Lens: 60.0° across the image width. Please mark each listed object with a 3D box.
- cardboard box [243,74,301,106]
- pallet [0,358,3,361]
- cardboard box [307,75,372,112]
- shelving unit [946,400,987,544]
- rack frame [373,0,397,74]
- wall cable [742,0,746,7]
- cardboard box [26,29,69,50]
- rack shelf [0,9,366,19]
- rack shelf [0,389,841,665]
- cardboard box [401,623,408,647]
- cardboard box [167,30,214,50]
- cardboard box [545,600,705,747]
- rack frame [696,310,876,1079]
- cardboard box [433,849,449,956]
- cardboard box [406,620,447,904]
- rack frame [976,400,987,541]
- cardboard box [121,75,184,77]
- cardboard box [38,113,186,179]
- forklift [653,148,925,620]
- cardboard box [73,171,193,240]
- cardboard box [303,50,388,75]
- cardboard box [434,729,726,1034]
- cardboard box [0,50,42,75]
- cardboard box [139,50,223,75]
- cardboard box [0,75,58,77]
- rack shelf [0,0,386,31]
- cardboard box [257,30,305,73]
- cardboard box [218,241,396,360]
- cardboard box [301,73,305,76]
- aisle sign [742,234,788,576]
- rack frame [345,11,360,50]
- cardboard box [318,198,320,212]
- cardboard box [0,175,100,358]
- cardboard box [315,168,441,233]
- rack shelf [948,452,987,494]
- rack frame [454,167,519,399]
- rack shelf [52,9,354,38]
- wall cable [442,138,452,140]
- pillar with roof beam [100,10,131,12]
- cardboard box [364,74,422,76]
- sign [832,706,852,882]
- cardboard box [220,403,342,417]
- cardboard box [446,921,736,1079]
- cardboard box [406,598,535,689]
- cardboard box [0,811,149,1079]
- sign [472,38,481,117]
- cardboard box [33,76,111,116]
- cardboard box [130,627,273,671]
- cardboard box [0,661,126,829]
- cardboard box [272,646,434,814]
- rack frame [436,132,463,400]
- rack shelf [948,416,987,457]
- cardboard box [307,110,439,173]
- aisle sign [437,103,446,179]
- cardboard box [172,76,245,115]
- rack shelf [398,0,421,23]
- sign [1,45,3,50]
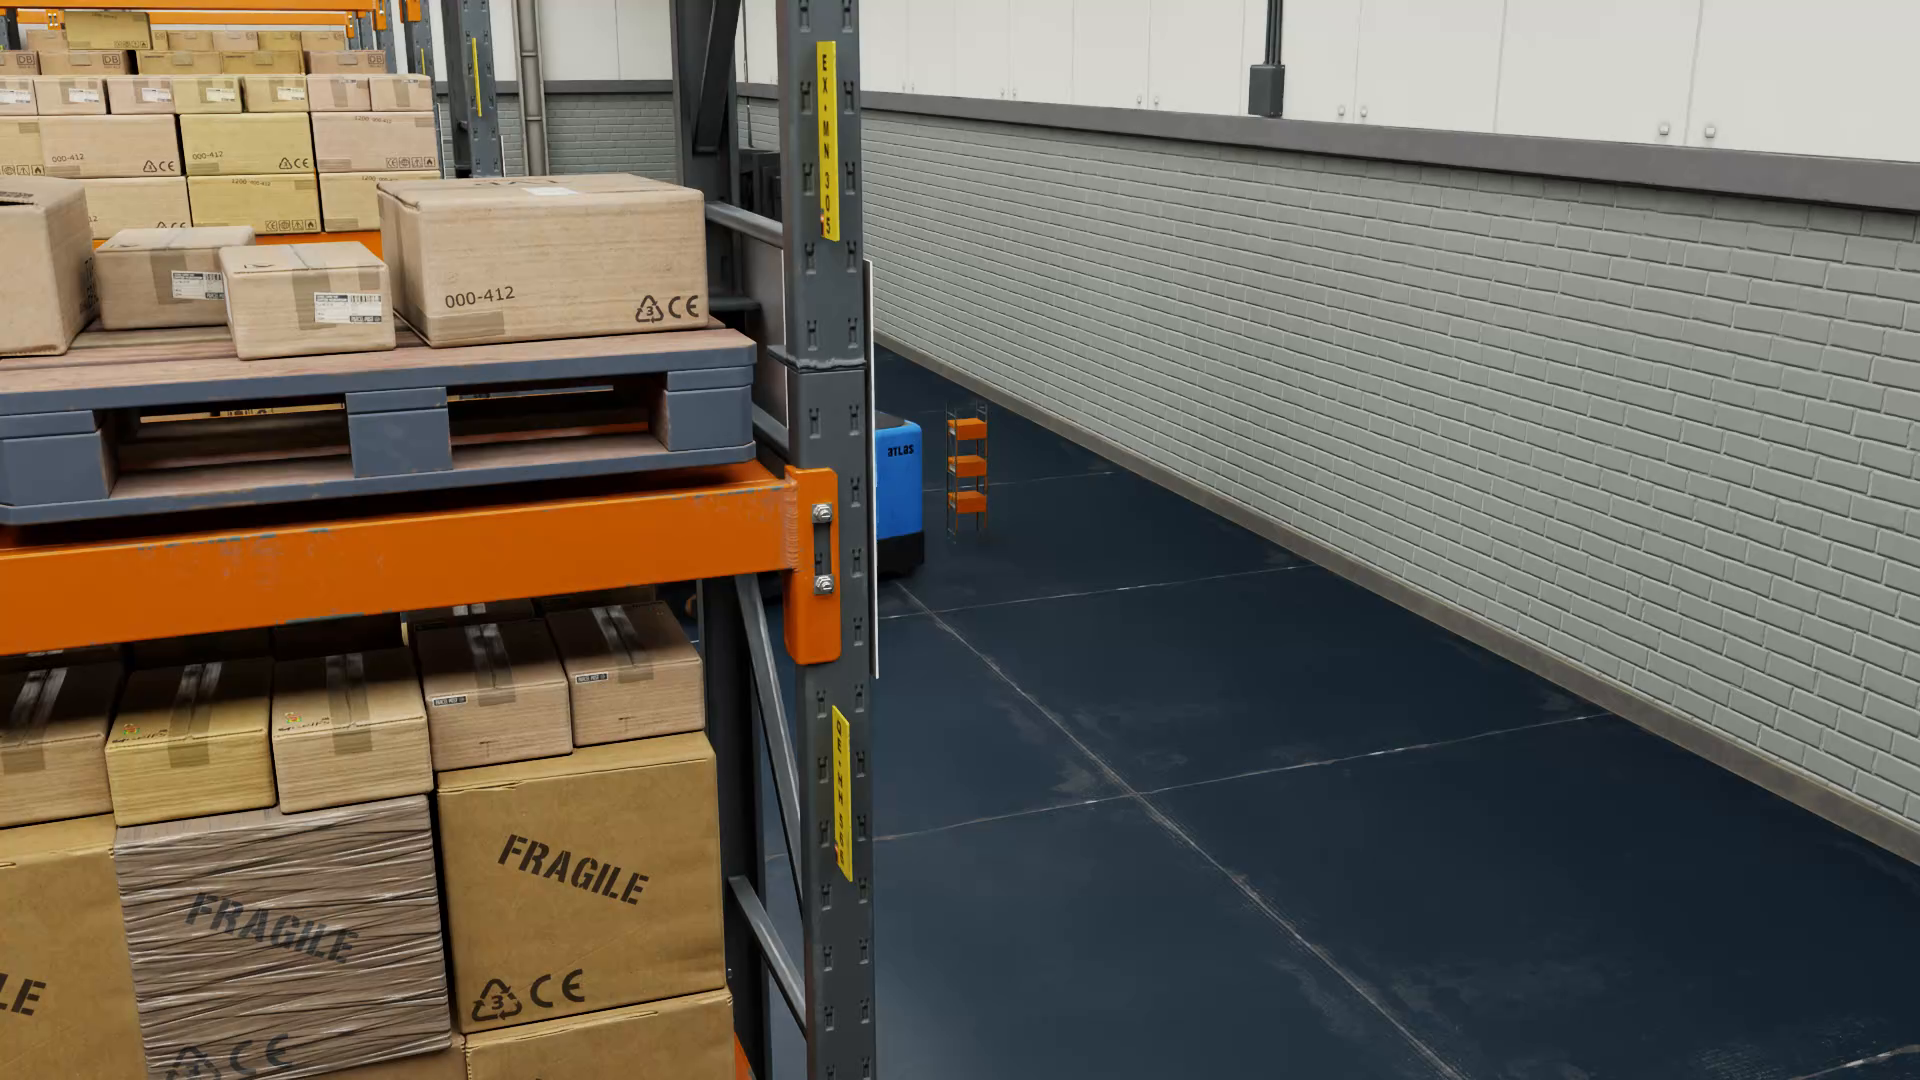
[{"bbox_3d":[-3.179,-2.082,7.712,0.250,0.149,0.380,-6,17,-20],"label":"cardboard box"},{"bbox_3d":[-2.236,-0.188,2.749,1.213,0.211,1.003,-6,17,-20],"label":"pallet"},{"bbox_3d":[-2.734,-1.968,7.325,0.250,0.149,0.380,-6,17,-19],"label":"cardboard box"},{"bbox_3d":[0.050,-0.509,12.469,0.252,1.050,0.215,-6,17,-20],"label":"shelving unit"},{"bbox_3d":[-5.724,-5.782,16.317,0.127,3.000,1.000,-6,17,-20],"label":"rack frame"},{"bbox_3d":[-2.892,-9.086,24.117,0.112,2.526,3.097,-6,17,-20],"label":"wall cable"},{"bbox_3d":[-10.788,-5.830,19.852,0.500,0.500,0.700,-6,17,-20],"label":"cardboard box"},{"bbox_3d":[-9.361,-6.537,20.172,4.000,0.370,1.077,-6,17,-20],"label":"rack shelf"},{"bbox_3d":[-2.273,0.114,2.838,4.000,0.370,1.077,-6,17,-20],"label":"rack shelf"},{"bbox_3d":[-2.882,0.559,8.629,0.250,0.149,0.380,-7,18,-23],"label":"cardboard box"},{"bbox_3d":[-9.393,-5.986,20.382,0.500,0.500,0.700,-6,17,-20],"label":"cardboard box"},{"bbox_3d":[-0.669,0.257,3.297,0.250,0.149,0.380,-6,17,-19],"label":"cardboard box"},{"bbox_3d":[-0.406,1.007,3.846,0.127,3.000,1.000,-6,17,-20],"label":"rack frame"},{"bbox_3d":[-0.957,0.932,3.924,0.500,0.500,0.500,-6,18,-21],"label":"cardboard box"},{"bbox_3d":[-0.956,0.453,3.781,0.500,0.500,0.500,-7,18,-21],"label":"cardboard box"},{"bbox_3d":[0.164,-0.521,12.511,0.008,1.050,0.200,-6,17,-20],"label":"rack frame"},{"bbox_3d":[-3.609,-2.004,7.446,0.250,0.149,0.380,-6,17,-18],"label":"cardboard box"},{"bbox_3d":[-3.567,-1.676,7.038,0.500,0.250,0.500,-6,17,-19],"label":"cardboard box"},{"bbox_3d":[-1.753,-1.053,10.982,3.031,2.935,1.130,-11,20,-33],"label":"forklift"},{"bbox_3d":[-3.543,-1.437,7.111,0.500,0.250,0.500,-5,17,-18],"label":"cardboard box"},{"bbox_3d":[-4.418,-3.271,11.988,0.500,0.500,0.700,-7,18,-23],"label":"cardboard box"},{"bbox_3d":[-0.771,0.590,3.312,0.500,0.500,0.500,-6,17,-18],"label":"cardboard box"},{"bbox_3d":[-6.474,-3.082,11.345,0.500,0.500,0.700,-5,17,-17],"label":"cardboard box"},{"bbox_3d":[-5.452,-3.181,11.682,0.500,0.500,0.700,-7,18,-24],"label":"cardboard box"},{"bbox_3d":[-4.116,-1.962,7.304,0.250,0.149,0.380,-6,17,-18],"label":"cardboard box"},{"bbox_3d":[-7.592,-5.043,15.788,4.000,0.370,1.077,-6,17,-20],"label":"rack shelf"},{"bbox_3d":[-8.464,-6.090,20.737,0.500,0.500,0.700,-6,17,-20],"label":"cardboard box"},{"bbox_3d":[-1.157,-0.429,2.935,0.250,0.149,0.380,-8,18,-24],"label":"cardboard box"},{"bbox_3d":[-8.348,-5.645,20.553,0.500,0.250,0.500,-6,17,-20],"label":"cardboard box"},{"bbox_3d":[-0.442,-0.324,3.764,0.004,0.787,0.394,-6,17,-20],"label":"aisle sign"},{"bbox_3d":[-9.269,-8.389,25.193,0.127,3.000,1.000,-6,17,-20],"label":"rack frame"},{"bbox_3d":[-8.297,-4.085,21.009,0.500,0.500,0.500,-6,17,-20],"label":"cardboard box"},{"bbox_3d":[-1.821,-0.501,2.893,0.500,0.311,0.500,-6,17,-19],"label":"cardboard box"},{"bbox_3d":[-2.601,-1.537,7.451,0.500,0.250,0.500,-7,18,-21],"label":"cardboard box"},{"bbox_3d":[0.050,-0.499,12.472,0.240,0.259,0.215,-6,17,-20],"label":"rack shelf"},{"bbox_3d":[-2.271,-0.285,8.246,0.127,3.000,1.000,-6,17,-20],"label":"rack frame"},{"bbox_3d":[-11.137,-7.650,24.664,4.000,0.370,1.077,-6,17,-20],"label":"rack shelf"},{"bbox_3d":[-8.412,-6.376,27.183,1.851,1.984,0.084,-6,17,-20],"label":"wall cable"},{"bbox_3d":[-11.120,-7.151,20.978,0.400,9.000,9.100,-6,17,-20],"label":"pillar with roof beam"},{"bbox_3d":[-2.655,-2.111,7.811,0.250,0.149,0.380,-6,18,-21],"label":"cardboard box"},{"bbox_3d":[-0.225,0.482,3.158,0.005,0.325,0.100,-6,17,-20],"label":"sign"},{"bbox_3d":[-3.083,-0.793,7.495,0.500,0.500,0.500,-7,18,-22],"label":"cardboard box"},{"bbox_3d":[-0.761,1.077,3.429,0.500,0.500,0.500,-6,17,-20],"label":"cardboard box"},{"bbox_3d":[-1.056,0.176,3.572,0.250,0.149,0.380,-6,17,-19],"label":"cardboard box"},{"bbox_3d":[-1.711,0.700,2.939,0.500,0.500,0.500,-6,17,-20],"label":"cardboard box"},{"bbox_3d":[-2.091,-2.001,7.195,0.005,0.325,0.100,-6,17,-20],"label":"sign"},{"bbox_3d":[-3.684,-1.852,6.929,0.250,0.149,0.380,-6,17,-19],"label":"cardboard box"},{"bbox_3d":[-1.579,0.203,3.479,0.250,0.149,0.380,-7,18,-22],"label":"cardboard box"},{"bbox_3d":[-1.628,0.359,2.948,0.250,0.149,0.380,-6,18,-21],"label":"cardboard box"},{"bbox_3d":[-1.109,0.337,3.024,0.250,0.149,0.380,-6,18,-21],"label":"cardboard box"},{"bbox_3d":[-3.952,-1.601,12.725,0.127,3.000,1.000,-6,17,-20],"label":"rack frame"},{"bbox_3d":[0.050,-0.771,12.392,0.240,0.259,0.215,-6,17,-20],"label":"rack shelf"},{"bbox_3d":[-2.610,-1.779,7.388,0.500,0.250,0.500,-7,18,-22],"label":"cardboard box"},{"bbox_3d":[-3.777,-2.776,12.114,0.004,0.787,0.394,-6,17,-20],"label":"aisle sign"},{"bbox_3d":[-3.189,-1.893,7.067,0.250,0.149,0.380,-6,17,-19],"label":"cardboard box"},{"bbox_3d":[-5.819,-3.740,11.351,4.000,0.370,1.077,-6,17,-20],"label":"rack shelf"},{"bbox_3d":[-11.026,-5.535,19.181,0.005,0.325,0.100,-6,17,-20],"label":"sign"}]
